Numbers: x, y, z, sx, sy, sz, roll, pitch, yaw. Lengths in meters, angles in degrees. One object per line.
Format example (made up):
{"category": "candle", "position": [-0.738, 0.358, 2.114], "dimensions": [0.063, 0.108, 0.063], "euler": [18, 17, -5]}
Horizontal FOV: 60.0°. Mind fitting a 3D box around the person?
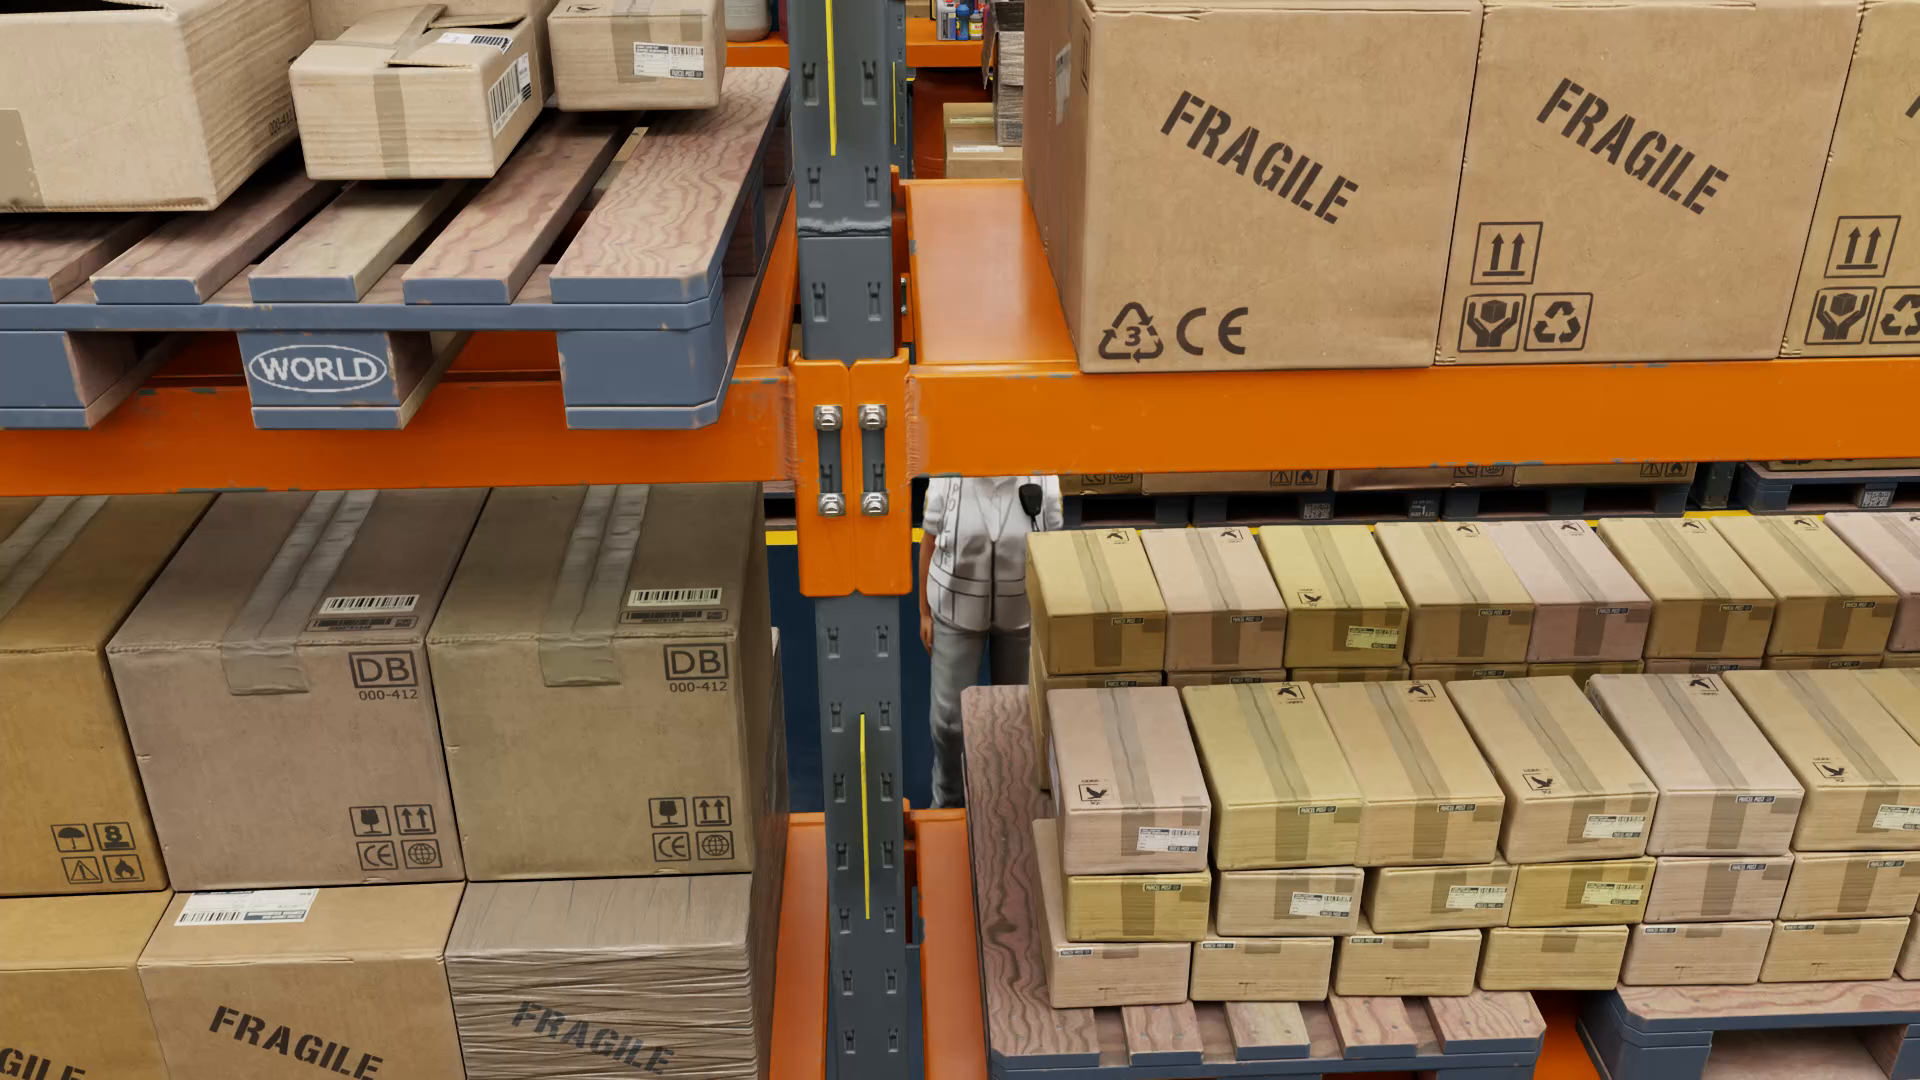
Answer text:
{"category": "person", "position": [0.109, 0.277, 5.628], "dimensions": [0.495, 1.716, 0.416], "euler": [-1, 28, -2]}
